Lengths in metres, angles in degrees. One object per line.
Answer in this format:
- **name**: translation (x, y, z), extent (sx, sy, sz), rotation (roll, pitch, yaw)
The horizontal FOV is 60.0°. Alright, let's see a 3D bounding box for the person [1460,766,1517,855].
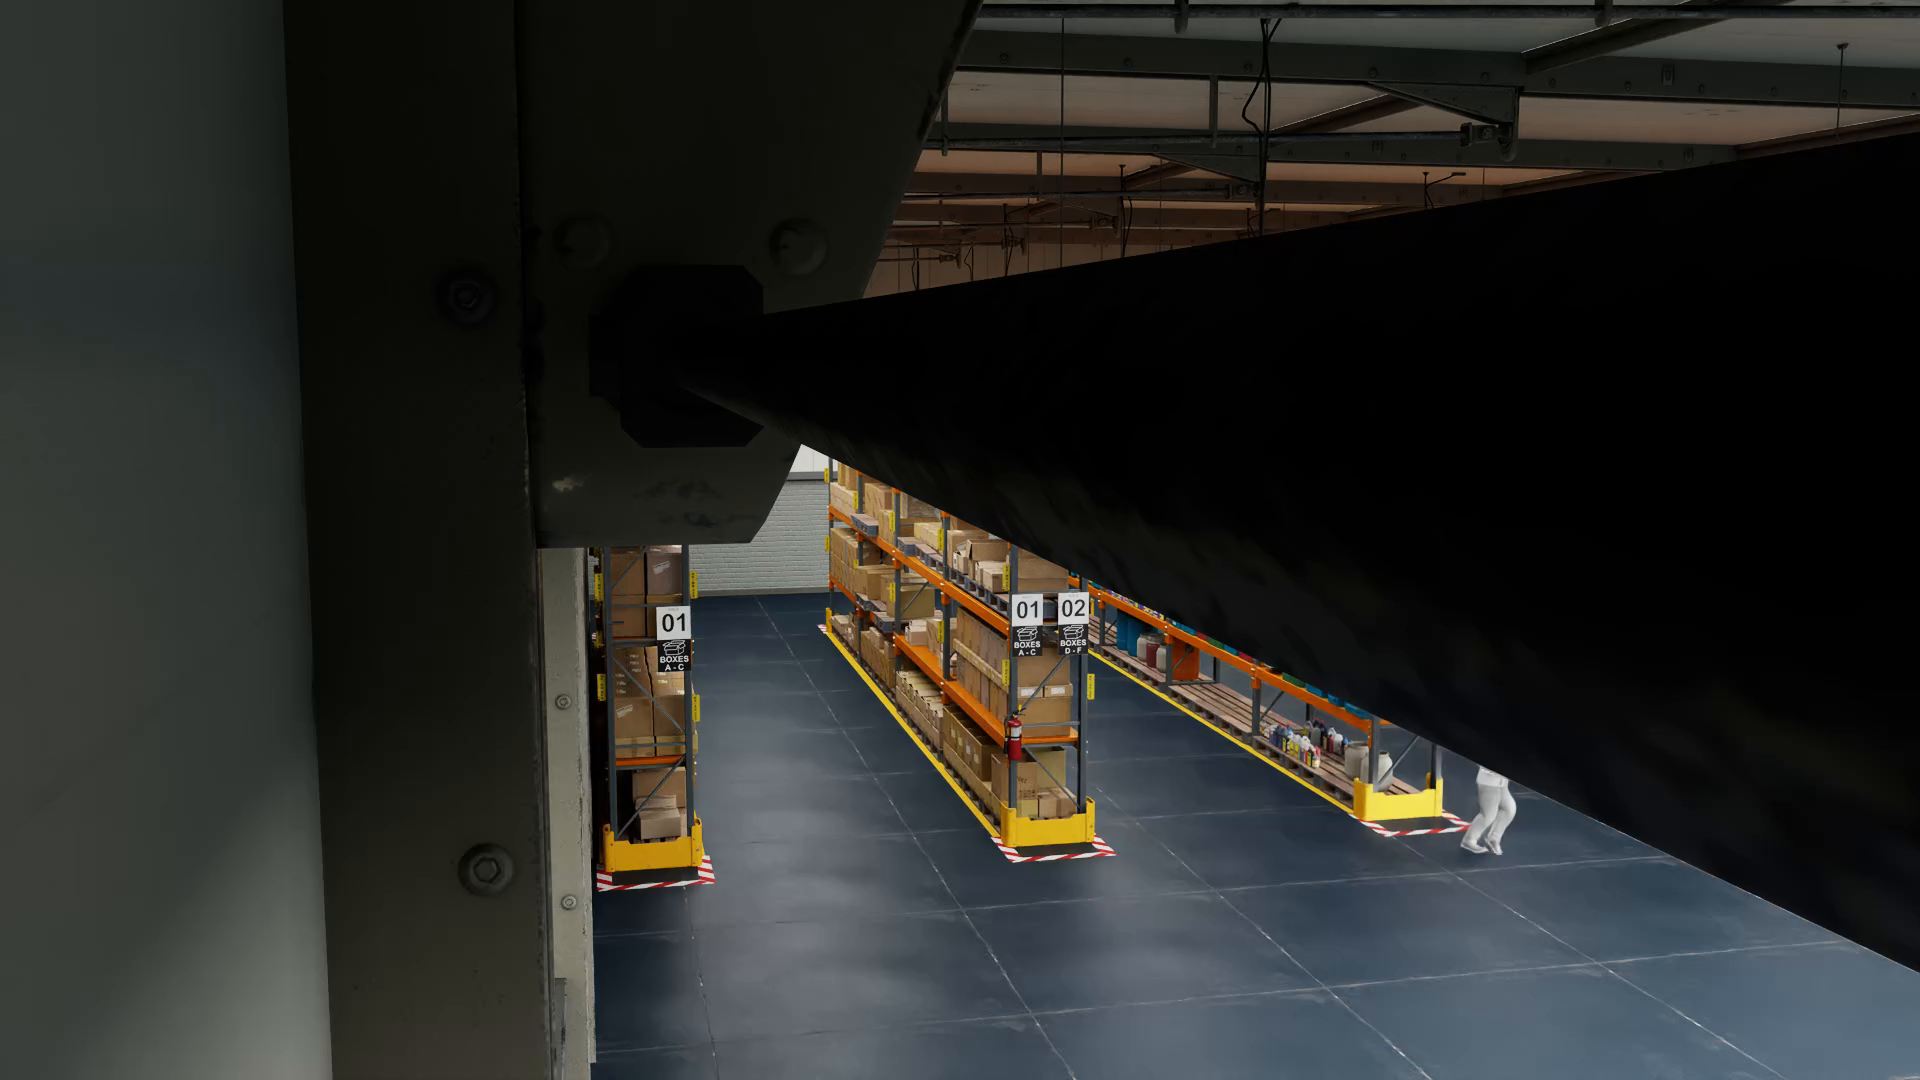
- **person**: translation (6.609, 3.052, 20.547), extent (0.752, 1.847, 0.679), rotation (3, 7, 21)
